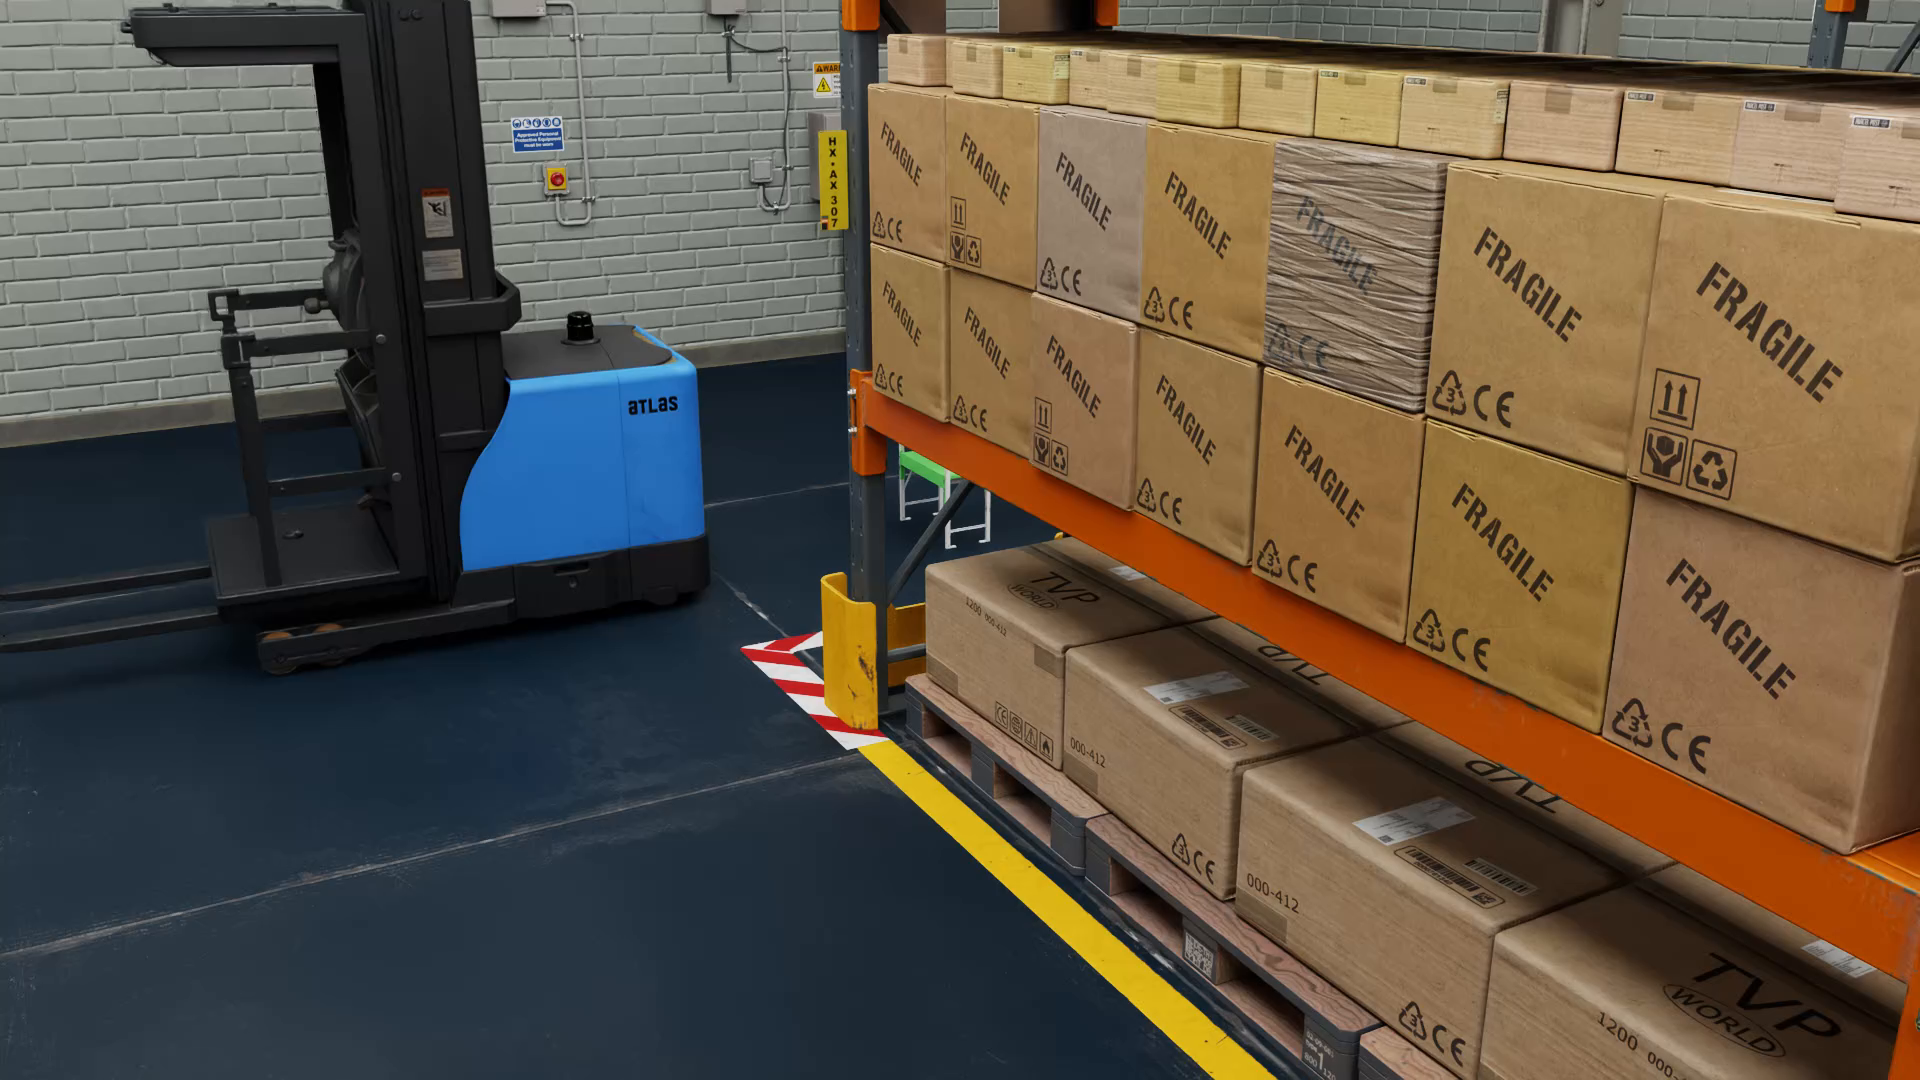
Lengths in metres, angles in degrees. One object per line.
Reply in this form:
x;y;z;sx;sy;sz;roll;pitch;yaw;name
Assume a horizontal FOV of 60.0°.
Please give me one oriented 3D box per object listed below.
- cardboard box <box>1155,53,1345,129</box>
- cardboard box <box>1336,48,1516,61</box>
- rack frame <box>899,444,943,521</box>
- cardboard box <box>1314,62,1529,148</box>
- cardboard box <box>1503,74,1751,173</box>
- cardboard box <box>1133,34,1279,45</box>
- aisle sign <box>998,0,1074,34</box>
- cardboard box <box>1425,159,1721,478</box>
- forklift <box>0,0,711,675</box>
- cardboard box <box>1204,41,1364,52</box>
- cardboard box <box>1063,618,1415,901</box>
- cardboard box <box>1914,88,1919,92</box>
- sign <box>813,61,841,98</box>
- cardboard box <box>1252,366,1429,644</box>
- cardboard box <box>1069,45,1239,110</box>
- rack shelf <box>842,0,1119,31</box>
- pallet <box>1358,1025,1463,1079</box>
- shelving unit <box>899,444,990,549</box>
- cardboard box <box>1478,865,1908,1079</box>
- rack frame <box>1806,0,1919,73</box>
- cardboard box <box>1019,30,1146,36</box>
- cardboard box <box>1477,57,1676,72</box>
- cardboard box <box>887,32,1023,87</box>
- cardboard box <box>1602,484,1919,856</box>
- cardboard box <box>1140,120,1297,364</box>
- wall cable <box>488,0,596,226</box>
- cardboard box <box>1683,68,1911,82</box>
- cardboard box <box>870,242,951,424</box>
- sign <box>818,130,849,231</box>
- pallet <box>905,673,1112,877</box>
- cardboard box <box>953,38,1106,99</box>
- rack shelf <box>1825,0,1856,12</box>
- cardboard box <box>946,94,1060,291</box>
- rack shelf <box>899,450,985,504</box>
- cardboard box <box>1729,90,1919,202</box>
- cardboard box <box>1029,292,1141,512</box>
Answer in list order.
0.692;-1.073;3.960;0.380;0.149;0.250;-11;22;-28;cardboard box
1.177;-1.161;4.217;0.380;0.149;0.250;-9;21;-25;cardboard box
-0.195;-0.685;8.276;0.240;1.200;0.015;-10;21;-27;rack frame
0.990;-0.937;3.567;0.380;0.149;0.250;-10;22;-28;cardboard box
1.265;-0.795;3.157;0.380;0.149;0.250;-10;21;-27;cardboard box
0.753;-1.467;5.103;0.380;0.149;0.250;-10;22;-27;cardboard box
0.307;-2.140;5.749;0.394;0.787;0.004;-10;21;-27;aisle sign
1.266;-0.454;3.162;0.500;0.500;0.500;-10;22;-27;cardboard box
-2.659;-1.049;6.678;3.031;2.935;1.130;-9;21;-24;forklift
0.898;-1.302;4.626;0.380;0.149;0.250;-10;22;-27;cardboard box
0.911;0.606;5.062;0.875;0.438;0.875;-9;21;-25;cardboard box
1.910;-0.723;2.946;0.380;0.149;0.250;-10;21;-26;cardboard box
-0.859;-3.182;11.489;0.339;0.242;0.001;-10;21;-27;sign
1.021;-0.124;3.739;0.500;0.500;0.500;-10;22;-27;cardboard box
0.514;-1.228;4.410;0.380;0.149;0.250;-10;21;-26;cardboard box
1.018;-1.346;3.939;1.077;0.370;4.000;-10;21;-27;rack shelf
1.675;1.394;3.769;1.003;0.211;1.213;-10;21;-27;pallet
-0.079;-0.615;8.073;0.258;1.200;0.503;-10;21;-27;shelving unit
1.764;1.122;3.567;0.875;0.438;0.875;-10;22;-27;cardboard box
4.434;-1.612;8.206;1.000;3.000;0.127;-10;21;-27;rack frame
0.415;-1.597;5.480;0.380;0.149;0.250;-10;21;-26;cardboard box
1.395;-1.010;3.781;0.380;0.149;0.250;-10;21;-27;cardboard box
-0.007;-1.524;5.270;0.380;0.149;0.250;-9;21;-26;cardboard box
1.522;0.165;2.901;0.500;0.500;0.500;-10;21;-26;cardboard box
0.786;-0.744;4.002;0.500;0.500;0.500;-10;21;-26;cardboard box
-2.630;-2.953;10.484;0.585;1.953;0.123;-10;21;-27;wall cable
1.687;-0.870;3.375;0.380;0.149;0.250;-10;21;-27;cardboard box
0.043;-0.707;5.430;0.500;0.500;0.500;-10;21;-27;cardboard box
-0.423;-1.205;5.576;0.100;0.325;0.005;-10;21;-27;sign
0.516;0.693;5.799;1.003;0.211;1.213;-10;21;-27;pallet
0.202;-1.368;4.816;0.380;0.149;0.250;-9;21;-25;cardboard box
5.384;-2.116;6.170;1.077;0.370;4.000;-10;21;-27;rack shelf
0.297;-1.033;4.841;0.500;0.500;0.500;-11;22;-28;cardboard box
-0.079;-0.327;8.173;0.258;0.148;0.480;-10;21;-27;rack shelf
1.511;-0.652;2.743;0.380;0.149;0.250;-9;21;-25;cardboard box
0.534;-0.418;4.590;0.500;0.500;0.500;-10;21;-27;cardboard box
